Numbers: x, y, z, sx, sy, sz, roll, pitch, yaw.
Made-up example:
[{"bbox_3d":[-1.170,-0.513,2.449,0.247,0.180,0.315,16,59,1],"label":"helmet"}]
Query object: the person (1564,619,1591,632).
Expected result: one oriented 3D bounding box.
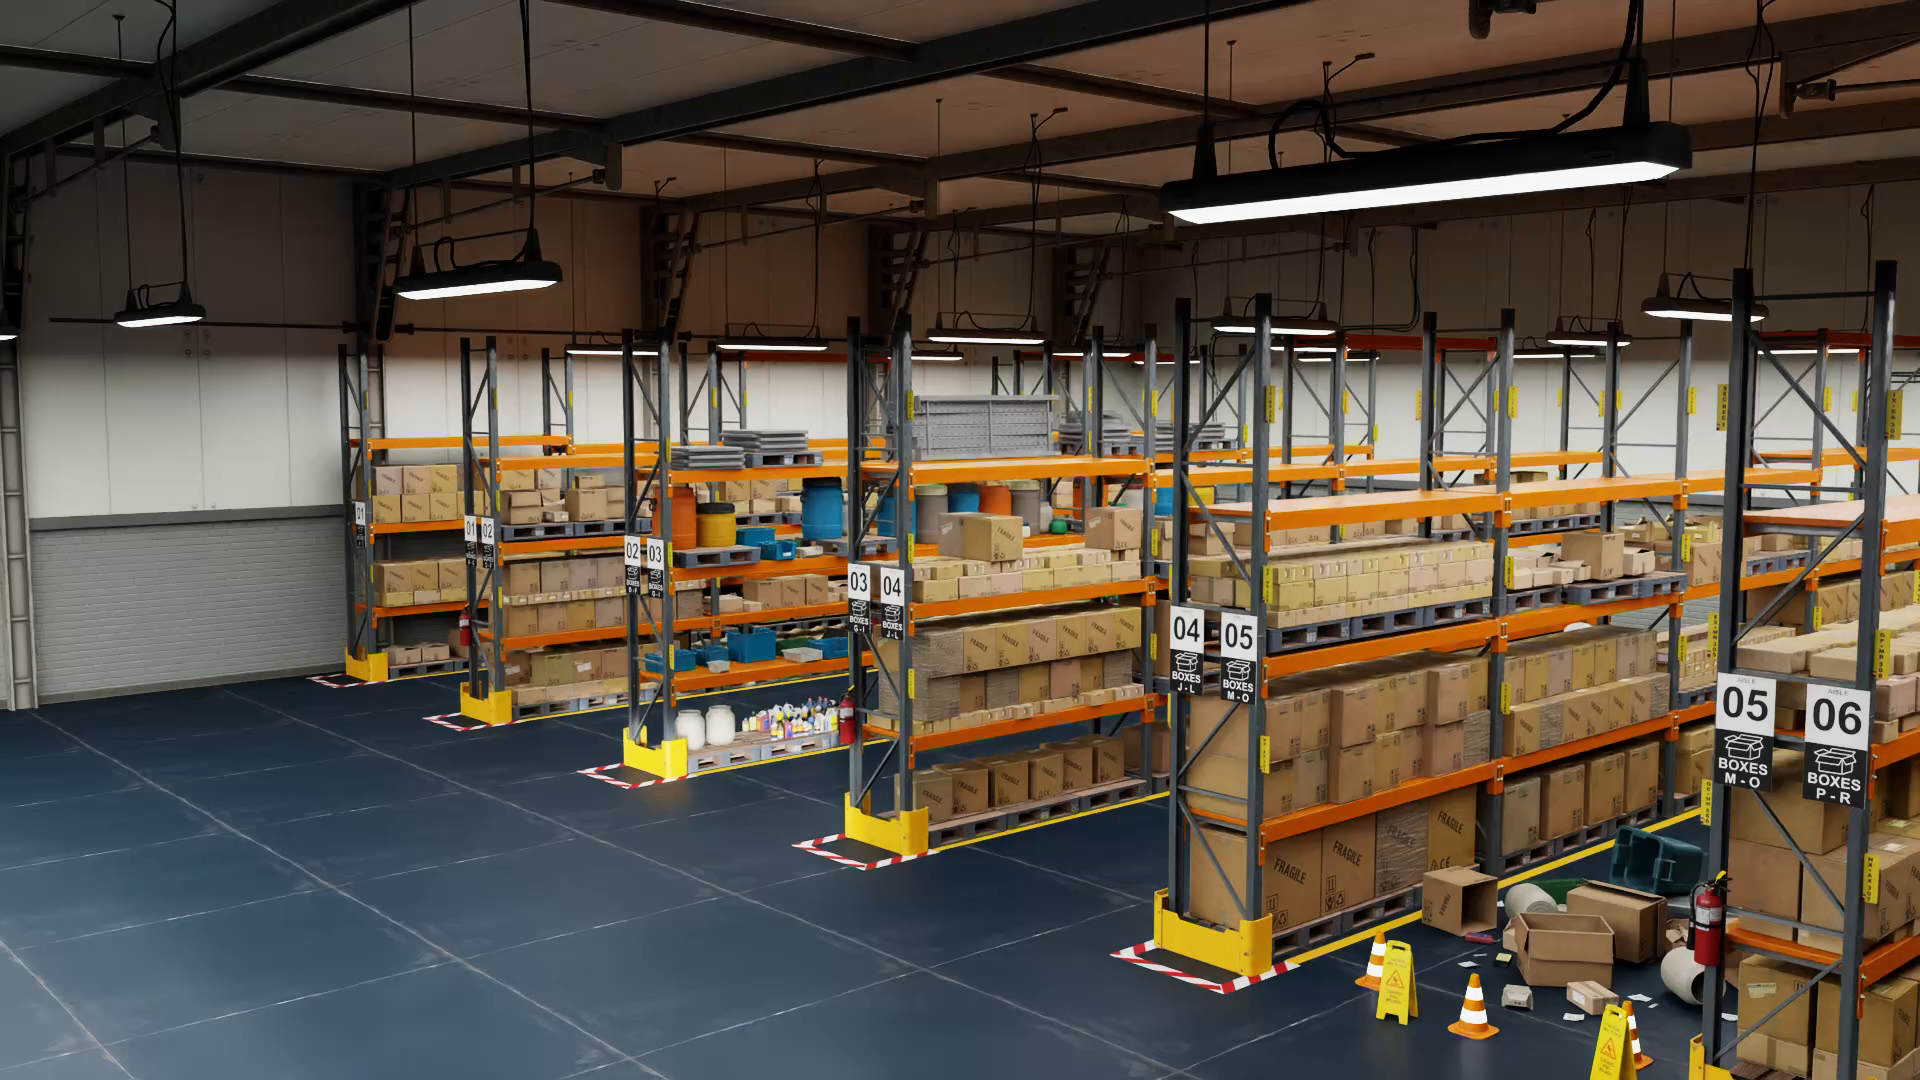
[{"bbox_3d":[9.848,1.931,26.383,0.531,1.765,0.597,-5,7,-44],"label":"person"}]
